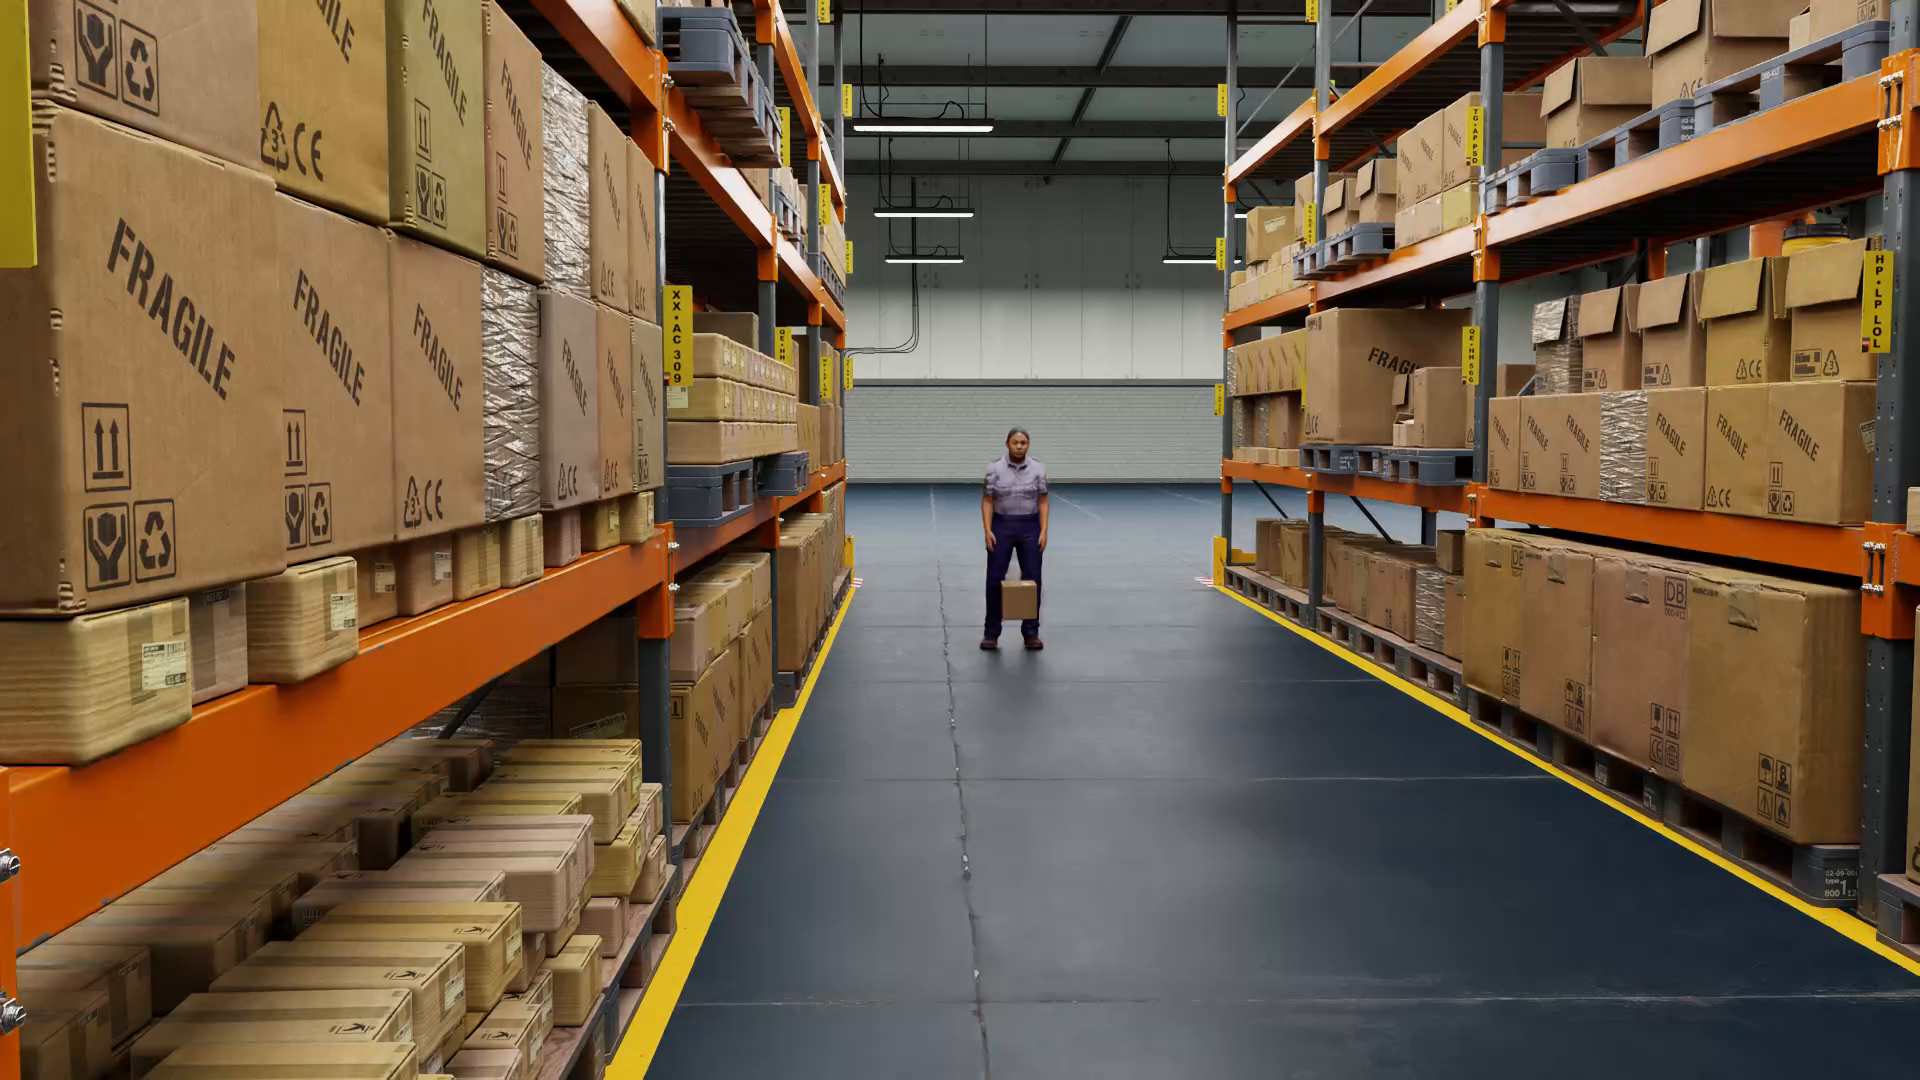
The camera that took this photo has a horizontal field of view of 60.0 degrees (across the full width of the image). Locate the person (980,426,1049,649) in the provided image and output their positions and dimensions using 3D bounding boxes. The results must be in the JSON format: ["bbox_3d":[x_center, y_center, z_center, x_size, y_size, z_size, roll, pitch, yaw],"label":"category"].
[{"bbox_3d":[0.405,-0.025,12.409,0.530,1.654,0.368,0,4,-3],"label":"person"}]
